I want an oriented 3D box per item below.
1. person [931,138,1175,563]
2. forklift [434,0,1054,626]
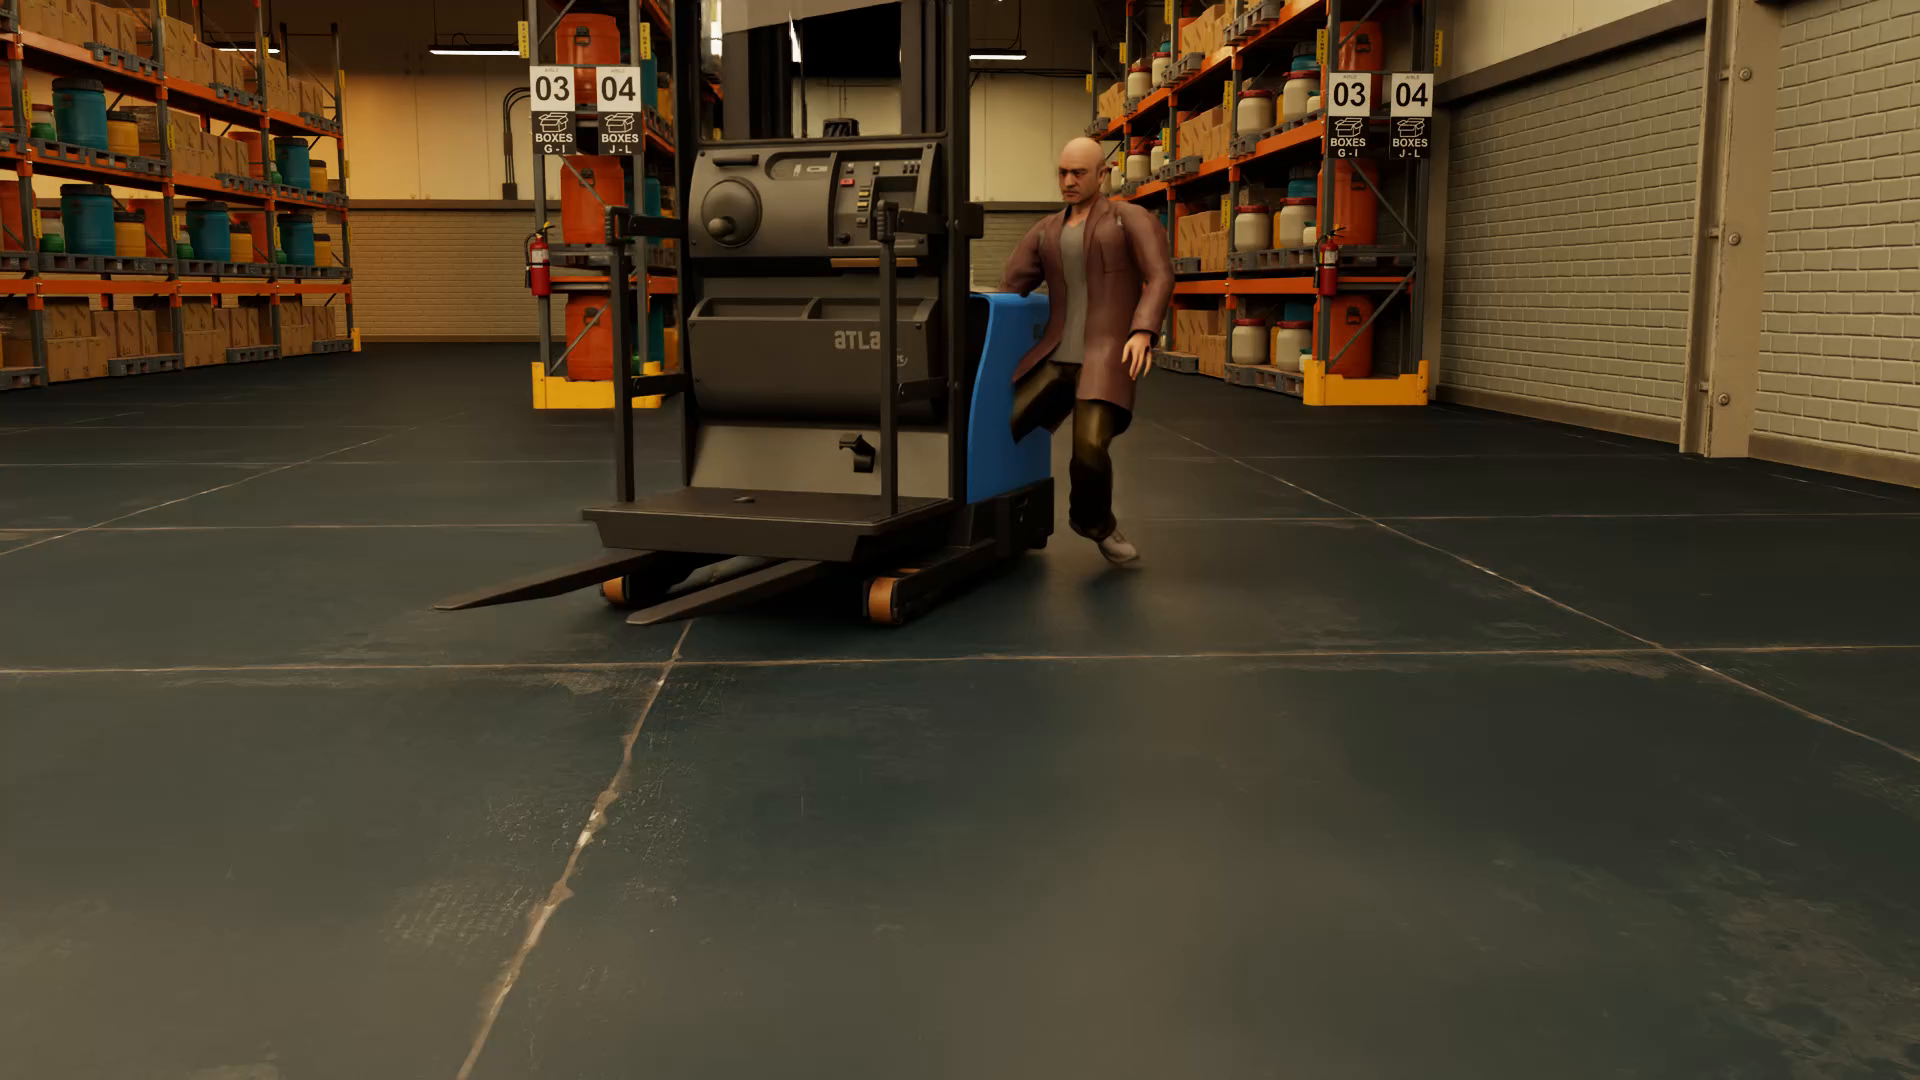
[{"bbox_3d":[0.362,-0.701,6.354,0.839,1.664,0.737,6,10,36],"label":"person"},{"bbox_3d":[-0.599,-1.236,5.658,1.130,2.935,3.031,3,9,20],"label":"forklift"}]
